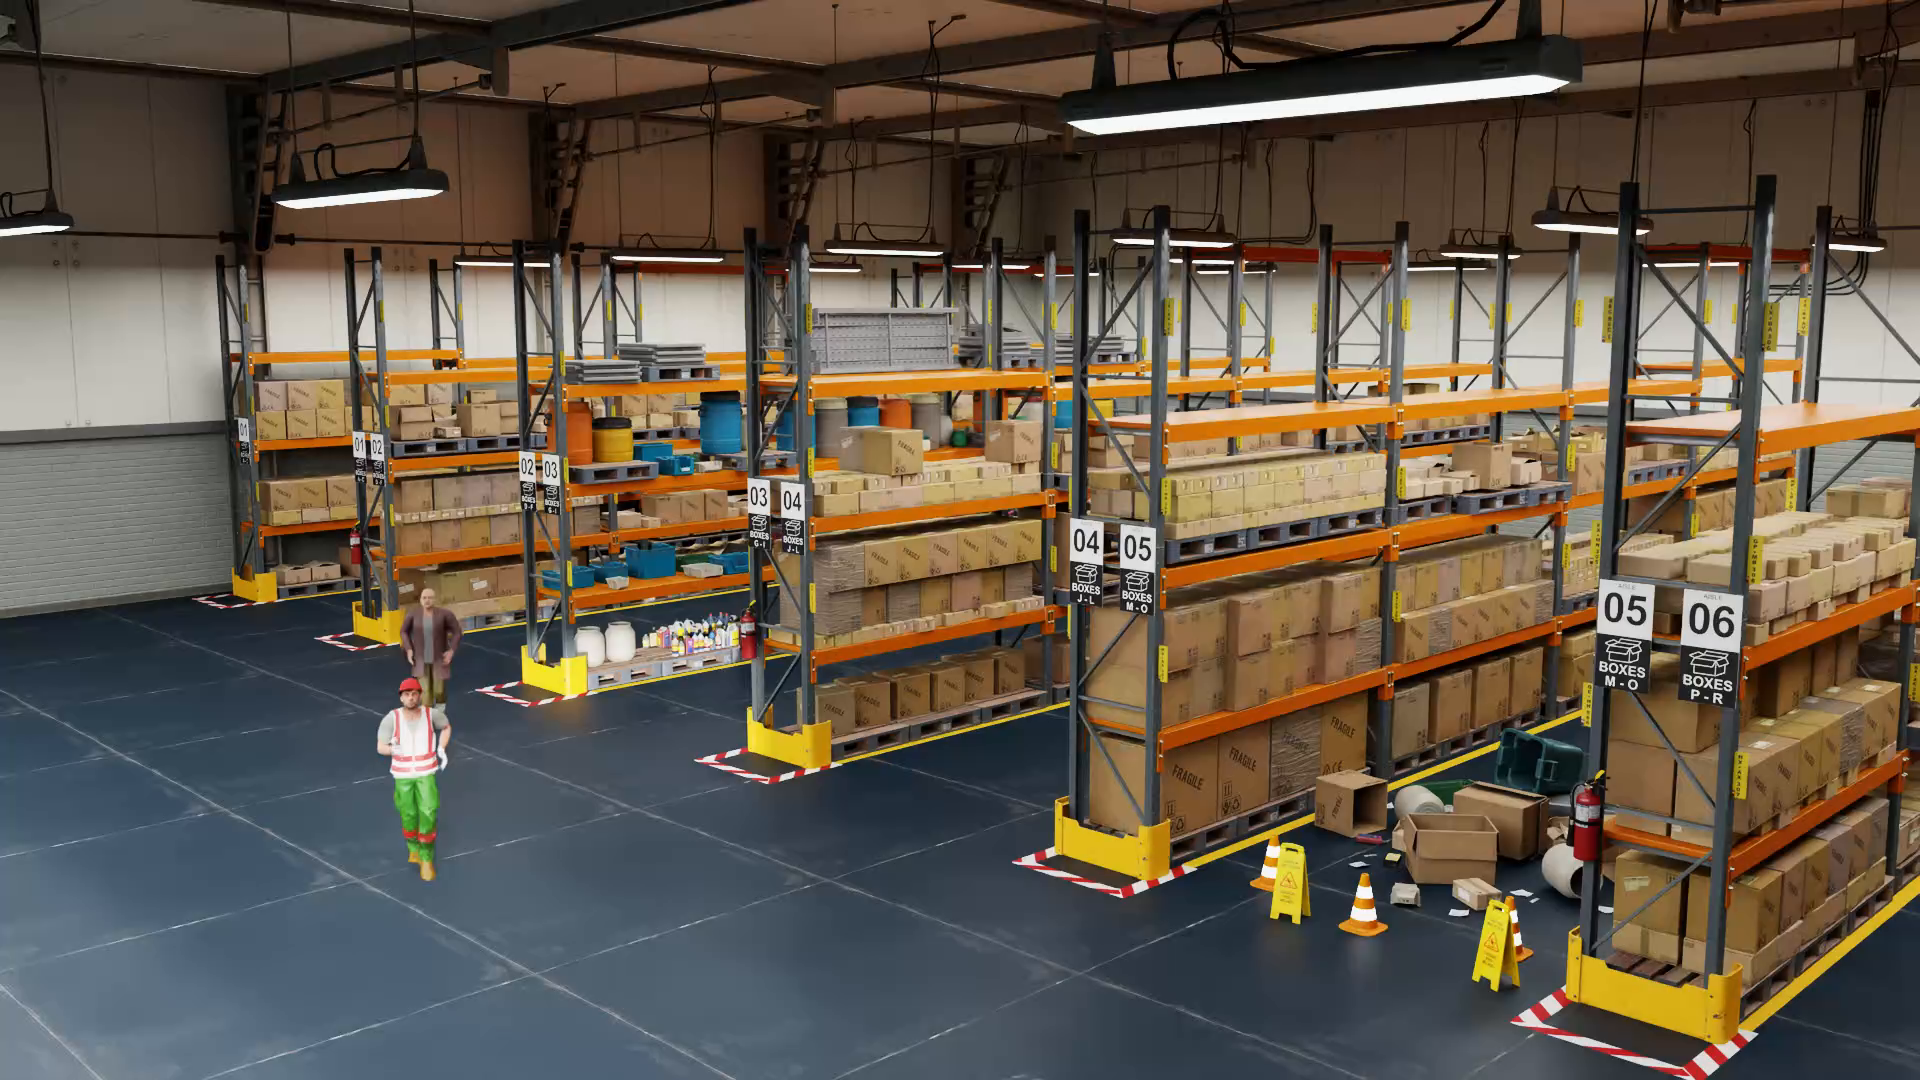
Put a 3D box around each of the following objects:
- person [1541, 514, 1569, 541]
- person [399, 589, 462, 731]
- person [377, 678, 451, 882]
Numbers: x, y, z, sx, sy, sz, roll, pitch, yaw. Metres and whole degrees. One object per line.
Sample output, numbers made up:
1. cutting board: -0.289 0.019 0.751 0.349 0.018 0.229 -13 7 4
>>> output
1. person: 10.302 0.326 28.733 0.576 1.557 0.570 3 9 21
2. person: -6.454 1.452 20.307 0.739 1.760 0.791 -2 8 -12
3. person: -4.932 2.161 15.062 0.631 1.839 0.720 -2 8 -15
